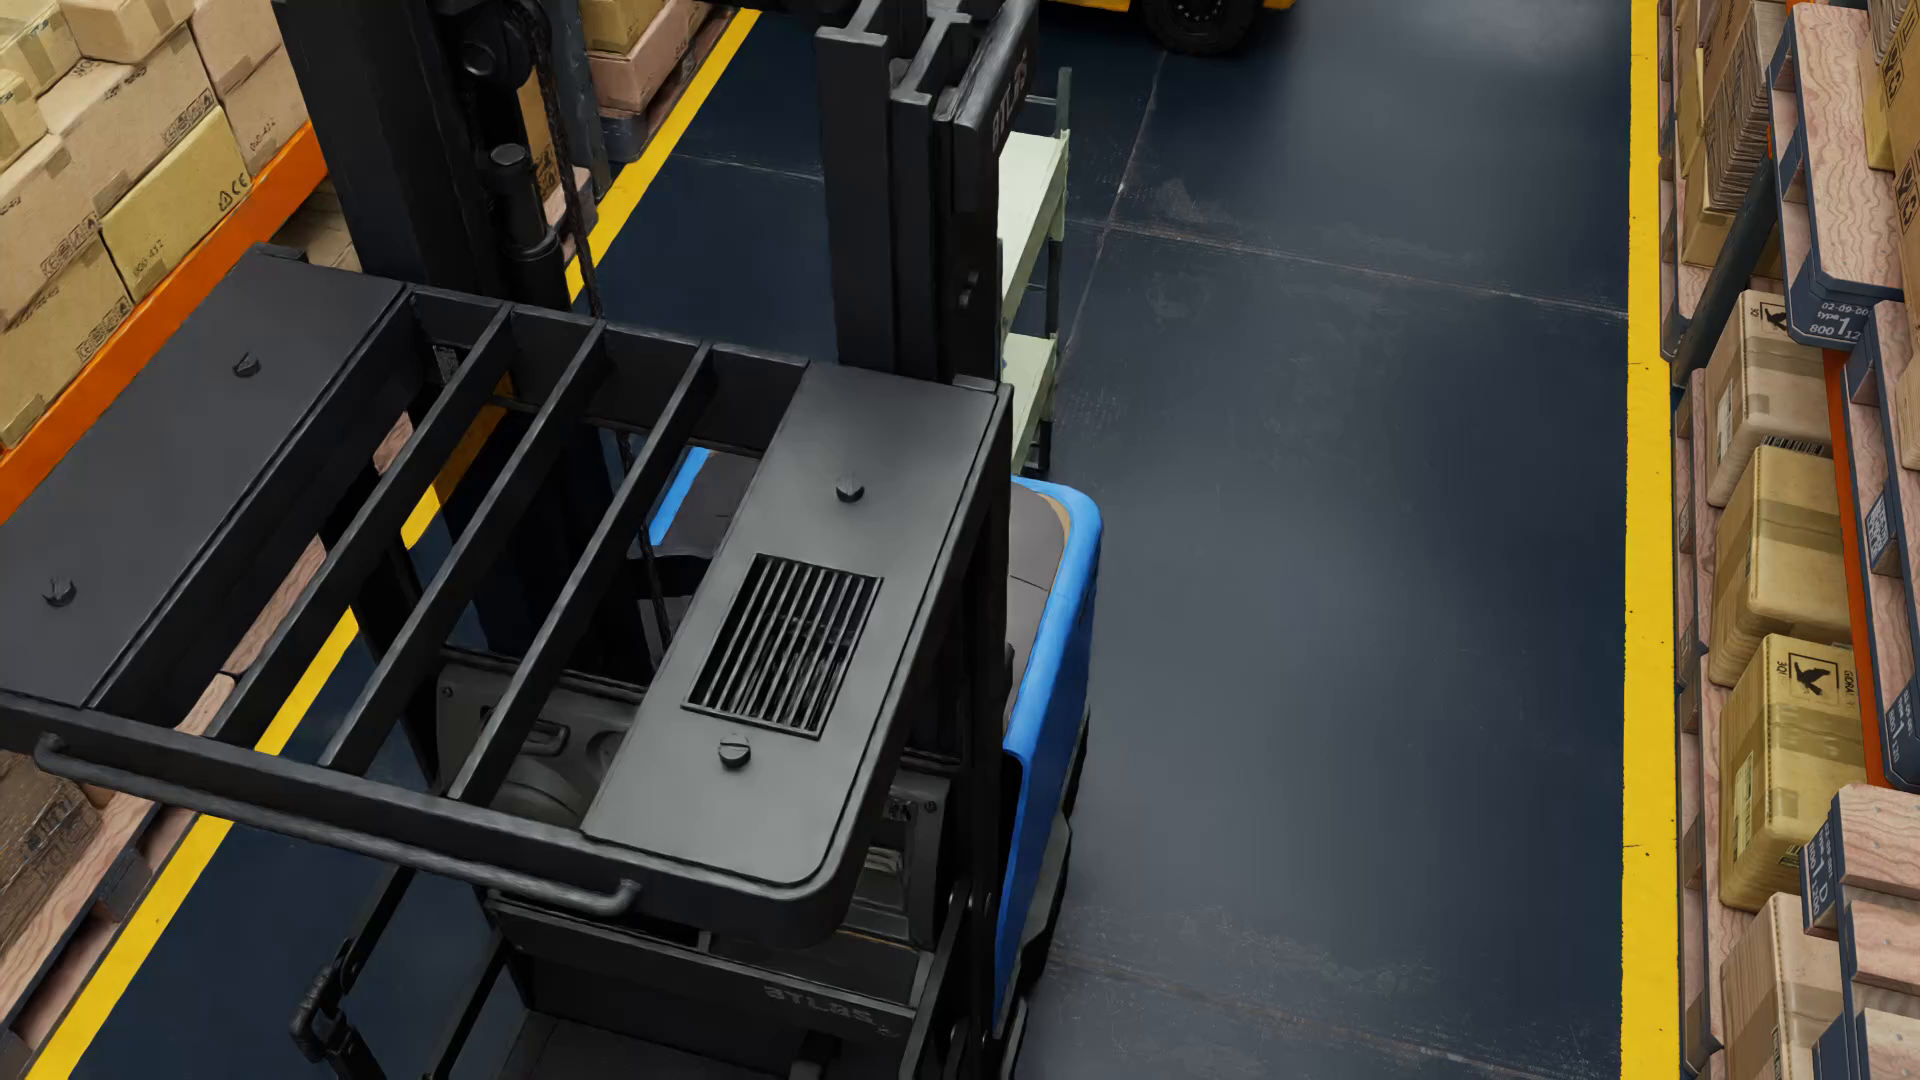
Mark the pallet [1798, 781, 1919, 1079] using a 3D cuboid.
[{"bbox_3d":[1.972,0.962,2.528,1.213,0.211,1.003,12,50,10],"label":"pallet"}]

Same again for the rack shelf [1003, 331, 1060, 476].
[{"bbox_3d":[0.002,-0.285,4.936,0.431,0.370,0.720,12,50,10],"label":"rack shelf"}]

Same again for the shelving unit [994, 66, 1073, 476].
[{"bbox_3d":[0.002,-0.501,4.692,0.431,1.500,0.755,12,50,10],"label":"shelving unit"}]

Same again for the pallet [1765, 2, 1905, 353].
[{"bbox_3d":[2.598,-0.870,4.145,1.003,0.211,1.213,12,50,10],"label":"pallet"}]

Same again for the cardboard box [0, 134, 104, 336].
[{"bbox_3d":[-2.262,-0.667,3.604,0.500,0.250,0.500,10,49,9],"label":"cardboard box"}]

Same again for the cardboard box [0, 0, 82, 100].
[{"bbox_3d":[-2.230,-1.104,3.725,0.380,0.149,0.250,12,50,10],"label":"cardboard box"}]

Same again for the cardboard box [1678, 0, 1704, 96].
[{"bbox_3d":[3.105,-1.922,6.499,0.500,0.250,0.500,12,50,11],"label":"cardboard box"}]

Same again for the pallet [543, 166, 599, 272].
[{"bbox_3d":[-2.006,-0.971,5.966,1.003,0.211,1.213,12,50,10],"label":"pallet"}]

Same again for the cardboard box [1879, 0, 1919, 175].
[{"bbox_3d":[2.409,-1.083,3.660,0.500,0.500,0.500,12,50,10],"label":"cardboard box"}]

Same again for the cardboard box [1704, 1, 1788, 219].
[{"bbox_3d":[2.837,-1.416,5.553,0.500,0.500,0.500,11,49,10],"label":"cardboard box"}]

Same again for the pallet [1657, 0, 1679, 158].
[{"bbox_3d":[3.402,-1.913,6.798,1.003,0.211,1.213,12,50,10],"label":"pallet"}]

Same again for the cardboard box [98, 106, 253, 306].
[{"bbox_3d":[-2.146,-0.876,4.123,0.500,0.250,0.500,13,50,11],"label":"cardboard box"}]

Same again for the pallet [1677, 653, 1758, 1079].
[{"bbox_3d":[2.417,0.914,4.303,1.003,0.211,1.213,12,50,10],"label":"pallet"}]

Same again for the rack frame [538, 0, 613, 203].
[{"bbox_3d":[-1.850,-2.435,5.398,1.000,3.000,0.127,12,50,10],"label":"rack frame"}]

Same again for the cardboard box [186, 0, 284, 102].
[{"bbox_3d":[-2.001,-1.403,4.254,0.500,0.250,0.500,12,50,11],"label":"cardboard box"}]

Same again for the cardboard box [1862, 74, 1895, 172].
[{"bbox_3d":[2.415,-0.997,4.017,0.380,0.149,0.250,12,50,11],"label":"cardboard box"}]

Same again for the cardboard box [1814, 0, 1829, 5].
[{"bbox_3d":[2.730,-1.667,4.888,0.380,0.149,0.250,11,50,10],"label":"cardboard box"}]

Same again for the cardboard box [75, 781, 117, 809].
[{"bbox_3d":[-2.561,0.183,4.392,0.875,0.625,0.625,13,50,11],"label":"cardboard box"}]

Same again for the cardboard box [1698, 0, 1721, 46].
[{"bbox_3d":[3.102,-2.154,6.204,0.500,0.500,0.500,14,50,12],"label":"cardboard box"}]

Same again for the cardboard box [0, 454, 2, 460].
[{"bbox_3d":[-2.413,-0.127,3.462,0.500,0.250,0.500,11,49,9],"label":"cardboard box"}]

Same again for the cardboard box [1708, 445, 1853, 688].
[{"bbox_3d":[2.618,0.173,4.569,0.950,0.372,0.625,14,50,12],"label":"cardboard box"}]

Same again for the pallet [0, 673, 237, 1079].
[{"bbox_3d":[-2.648,0.794,4.409,1.003,0.211,1.213,12,50,10],"label":"pallet"}]

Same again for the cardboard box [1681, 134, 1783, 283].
[{"bbox_3d":[2.836,-1.168,5.834,0.500,0.250,0.500,14,50,12],"label":"cardboard box"}]

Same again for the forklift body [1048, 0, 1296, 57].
[{"bbox_3d":[0.464,-3.315,6.742,2.313,2.155,1.214,12,50,10],"label":"forklift body"}]

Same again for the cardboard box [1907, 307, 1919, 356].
[{"bbox_3d":[2.240,-0.421,3.508,0.380,0.149,0.250,12,50,10],"label":"cardboard box"}]

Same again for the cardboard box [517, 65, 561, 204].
[{"bbox_3d":[-1.976,-1.408,5.796,0.875,0.625,0.625,14,50,12],"label":"cardboard box"}]

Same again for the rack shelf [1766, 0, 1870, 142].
[{"bbox_3d":[3.466,-2.666,6.082,1.077,0.370,4.000,12,50,10],"label":"rack shelf"}]

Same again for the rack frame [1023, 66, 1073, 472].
[{"bbox_3d":[0.098,-0.766,4.926,0.400,1.500,0.023,12,50,10],"label":"rack frame"}]

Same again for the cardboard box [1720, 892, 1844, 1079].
[{"bbox_3d":[2.232,1.224,3.642,0.950,0.372,0.625,11,49,9],"label":"cardboard box"}]

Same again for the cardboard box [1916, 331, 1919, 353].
[{"bbox_3d":[2.140,-0.355,3.017,0.500,0.500,0.500,10,49,8],"label":"cardboard box"}]

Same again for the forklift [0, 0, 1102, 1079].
[{"bbox_3d":[-0.534,0.596,2.769,1.130,2.935,3.031,12,50,10],"label":"forklift"}]

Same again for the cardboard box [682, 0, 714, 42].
[{"bbox_3d":[-1.284,-2.319,6.850,0.500,0.250,0.500,11,49,9],"label":"cardboard box"}]
